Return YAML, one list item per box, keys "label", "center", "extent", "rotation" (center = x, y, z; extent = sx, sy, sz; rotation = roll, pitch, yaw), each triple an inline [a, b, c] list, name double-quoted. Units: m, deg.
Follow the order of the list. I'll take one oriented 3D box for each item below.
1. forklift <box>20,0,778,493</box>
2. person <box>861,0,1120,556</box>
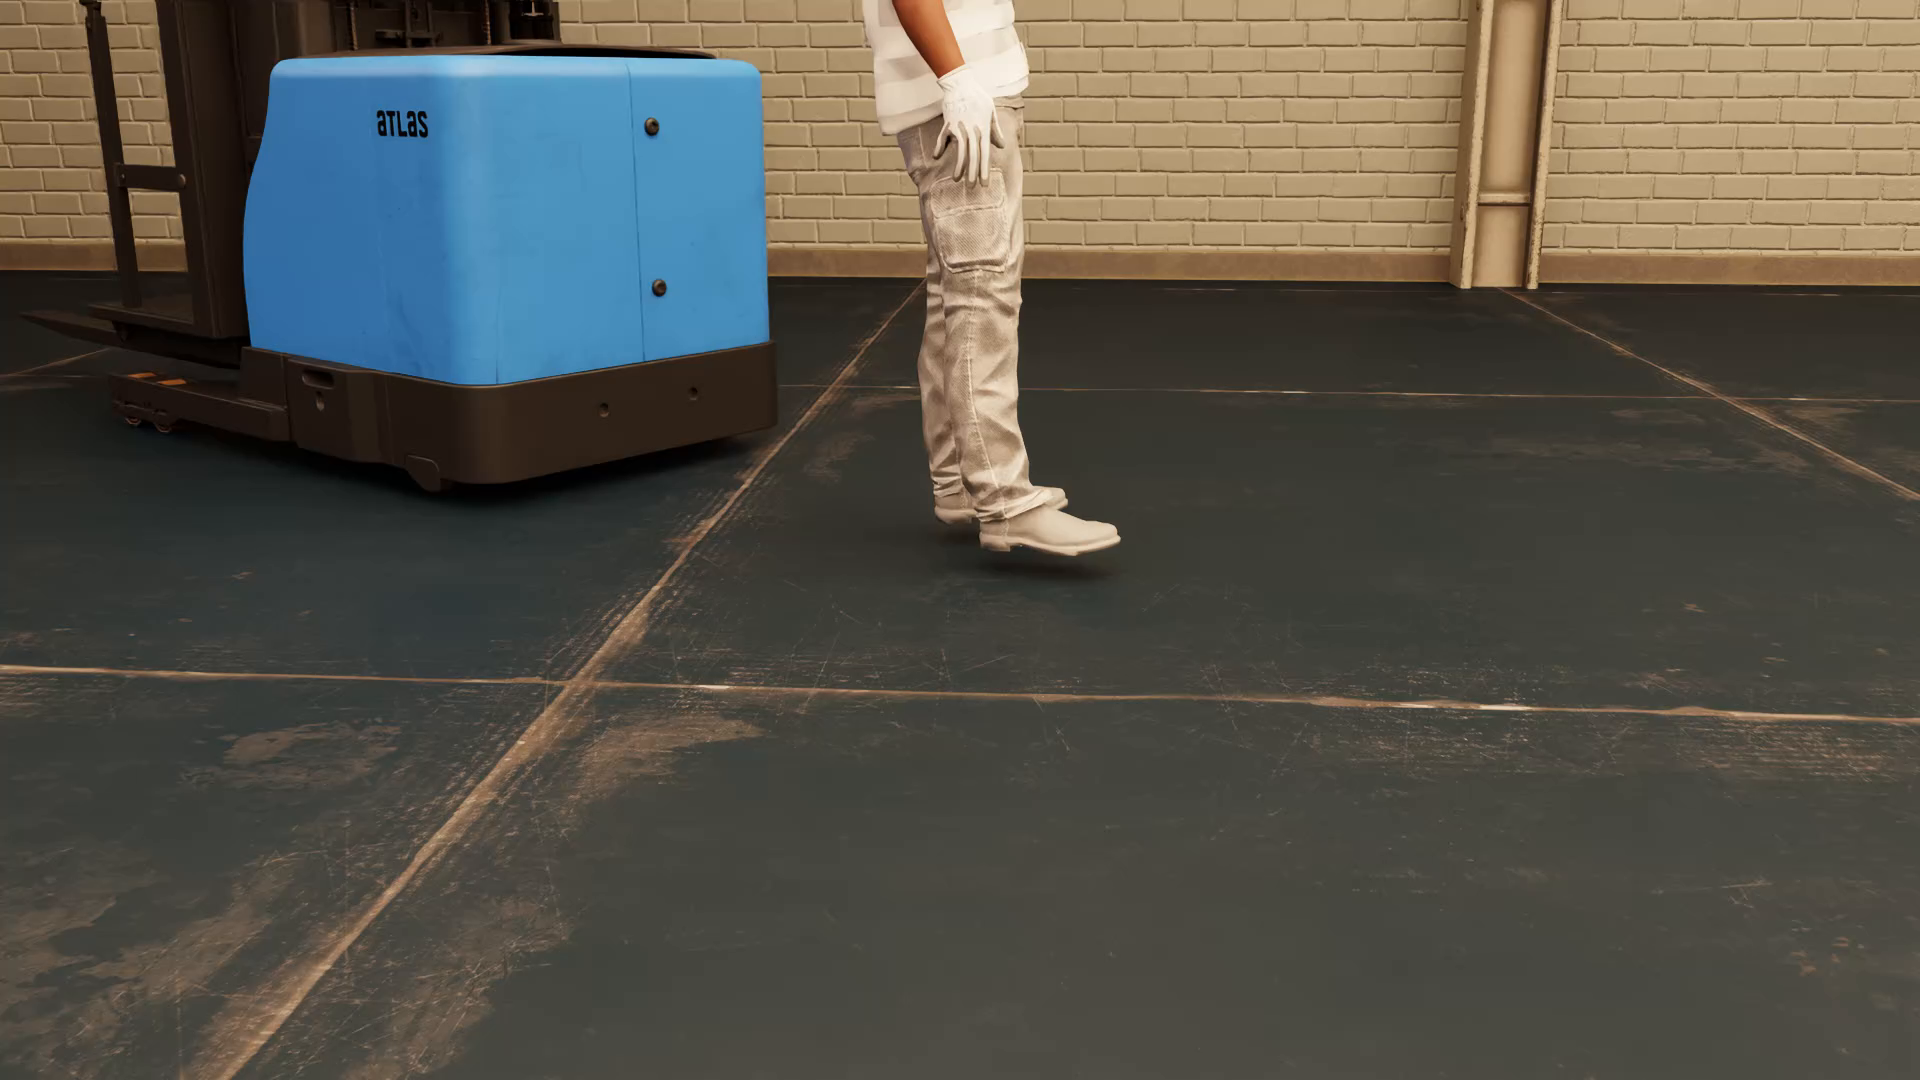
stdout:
- label: "forklift"
  center: [-1.982, -1.826, 4.944]
  extent: [3.031, 2.935, 1.130]
  rotation: [12, 19, 38]
- label: "person"
  center: [0.071, -0.903, 3.554]
  extent: [0.577, 1.781, 0.656]
  rotation: [1, 15, 4]
